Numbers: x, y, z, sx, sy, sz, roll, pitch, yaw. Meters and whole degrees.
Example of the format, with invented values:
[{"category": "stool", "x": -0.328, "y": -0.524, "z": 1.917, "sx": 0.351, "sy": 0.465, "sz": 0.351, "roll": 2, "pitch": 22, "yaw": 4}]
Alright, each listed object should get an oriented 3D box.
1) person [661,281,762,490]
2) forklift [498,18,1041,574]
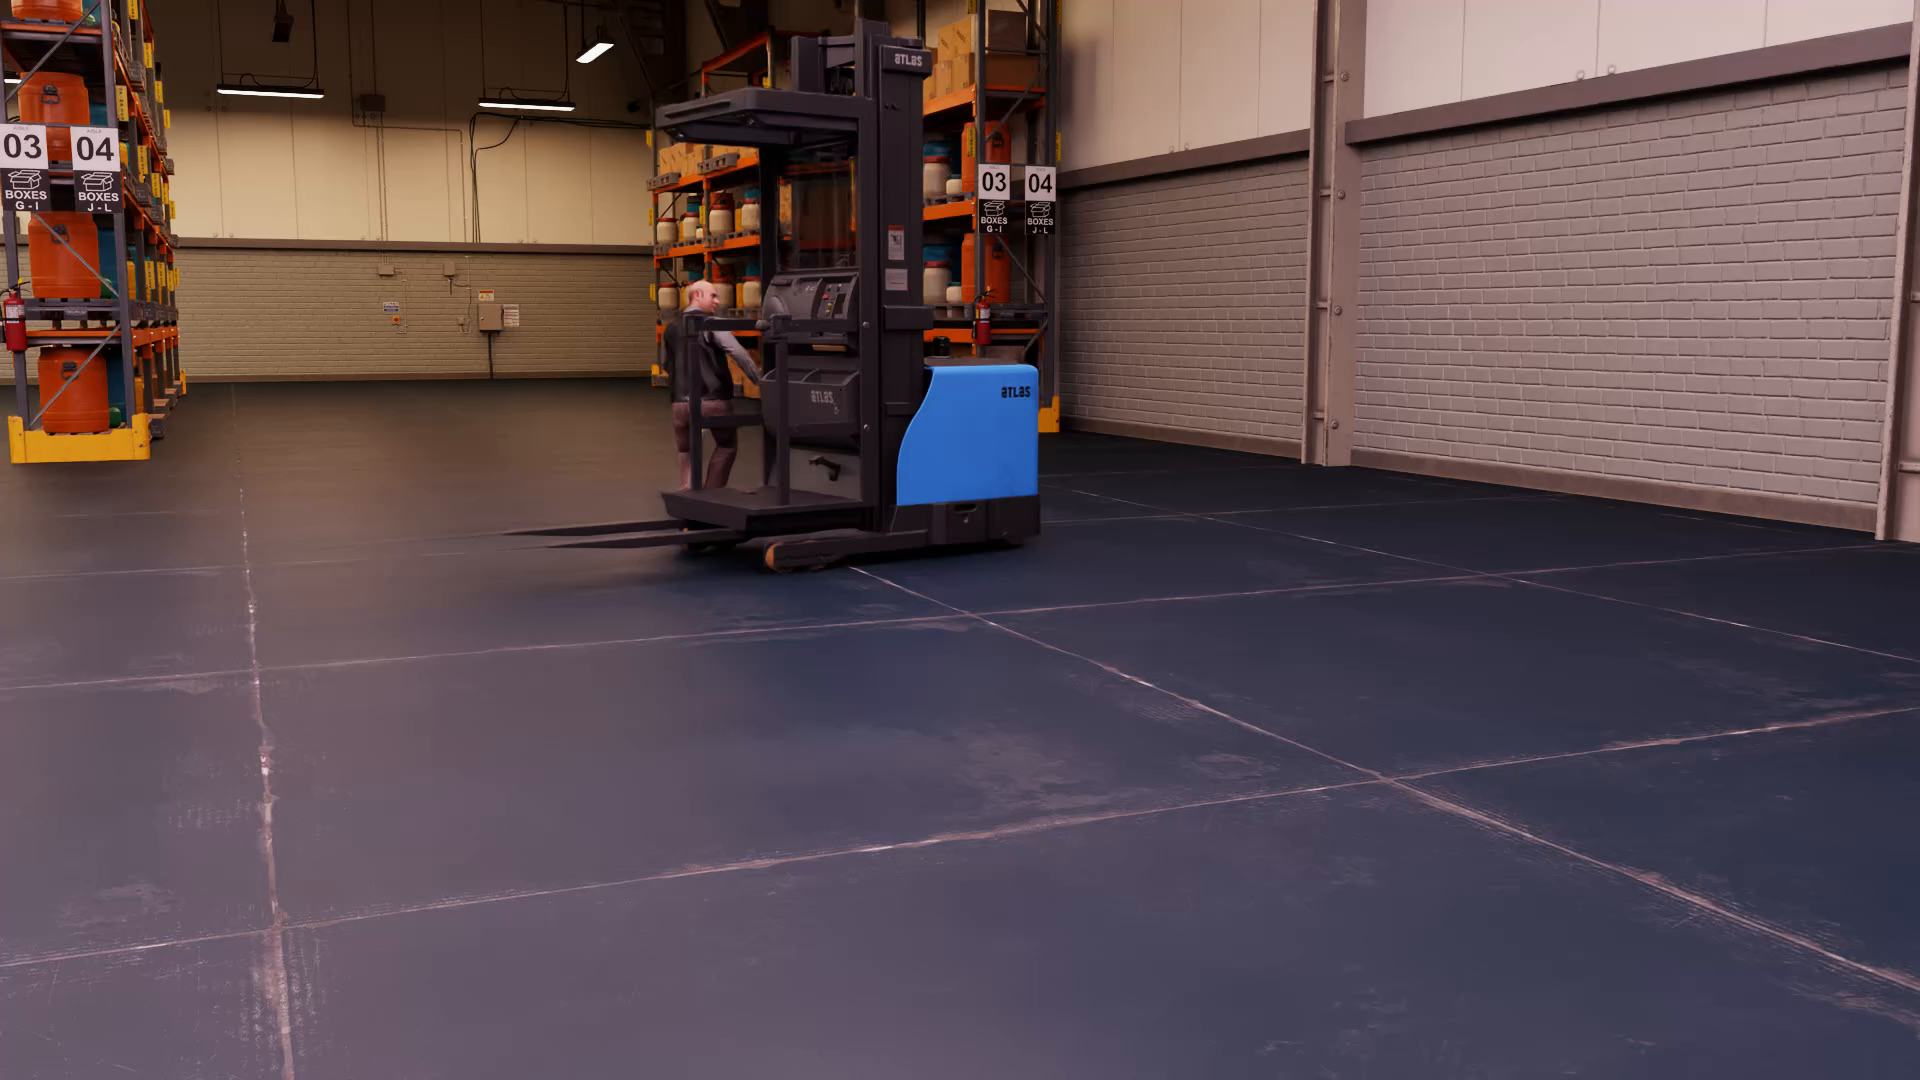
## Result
[{"category": "person", "x": -1.664, "y": -0.964, "z": 11.365, "sx": 0.849, "sy": 1.599, "sz": 0.805, "roll": 2, "pitch": 8, "yaw": 15}, {"category": "forklift", "x": -1.012, "y": -1.353, "z": 9.200, "sx": 3.031, "sy": 2.935, "sz": 1.130, "roll": -5, "pitch": 9, "yaw": -36}]
